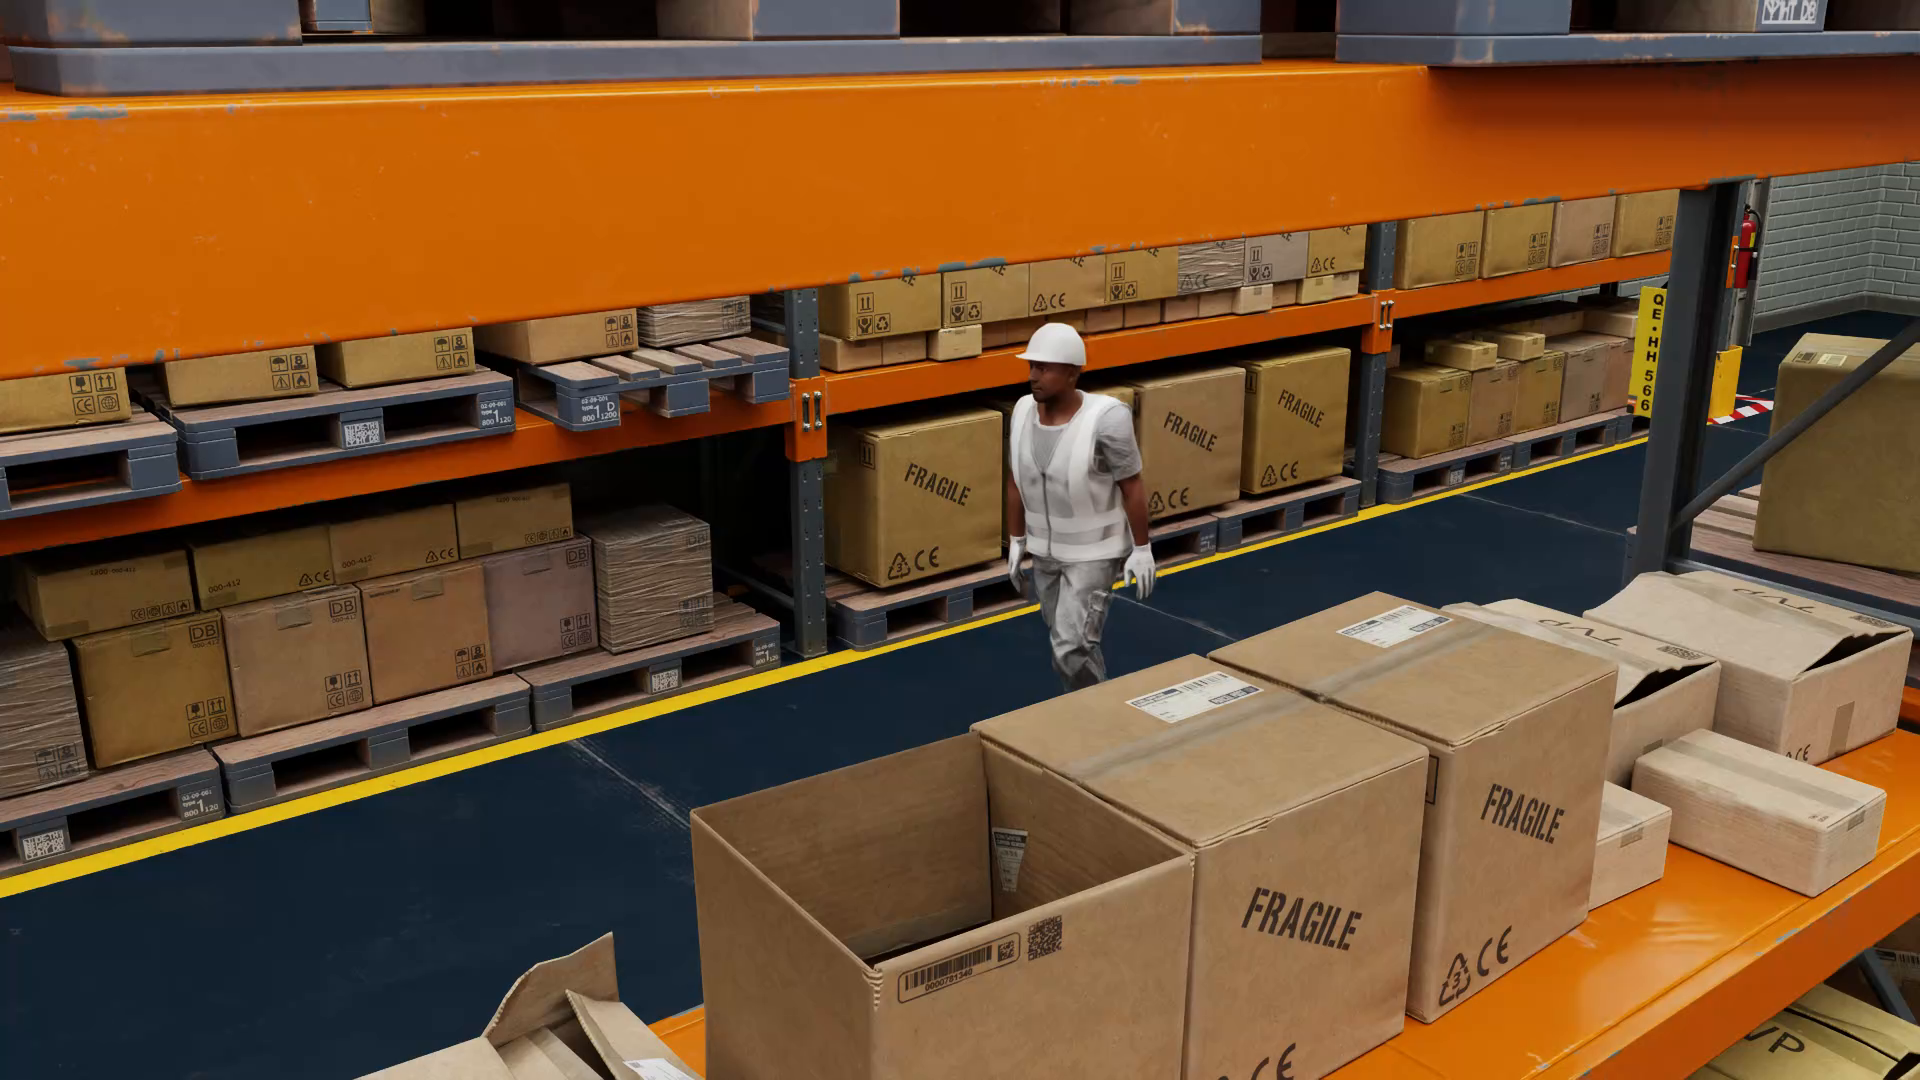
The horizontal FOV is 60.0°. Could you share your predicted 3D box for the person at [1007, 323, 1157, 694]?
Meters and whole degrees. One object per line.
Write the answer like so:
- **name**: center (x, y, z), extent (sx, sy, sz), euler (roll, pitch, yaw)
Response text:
- **person**: center (0.429, 0.047, 6.303), extent (0.513, 1.763, 0.594), euler (-16, 24, -42)
